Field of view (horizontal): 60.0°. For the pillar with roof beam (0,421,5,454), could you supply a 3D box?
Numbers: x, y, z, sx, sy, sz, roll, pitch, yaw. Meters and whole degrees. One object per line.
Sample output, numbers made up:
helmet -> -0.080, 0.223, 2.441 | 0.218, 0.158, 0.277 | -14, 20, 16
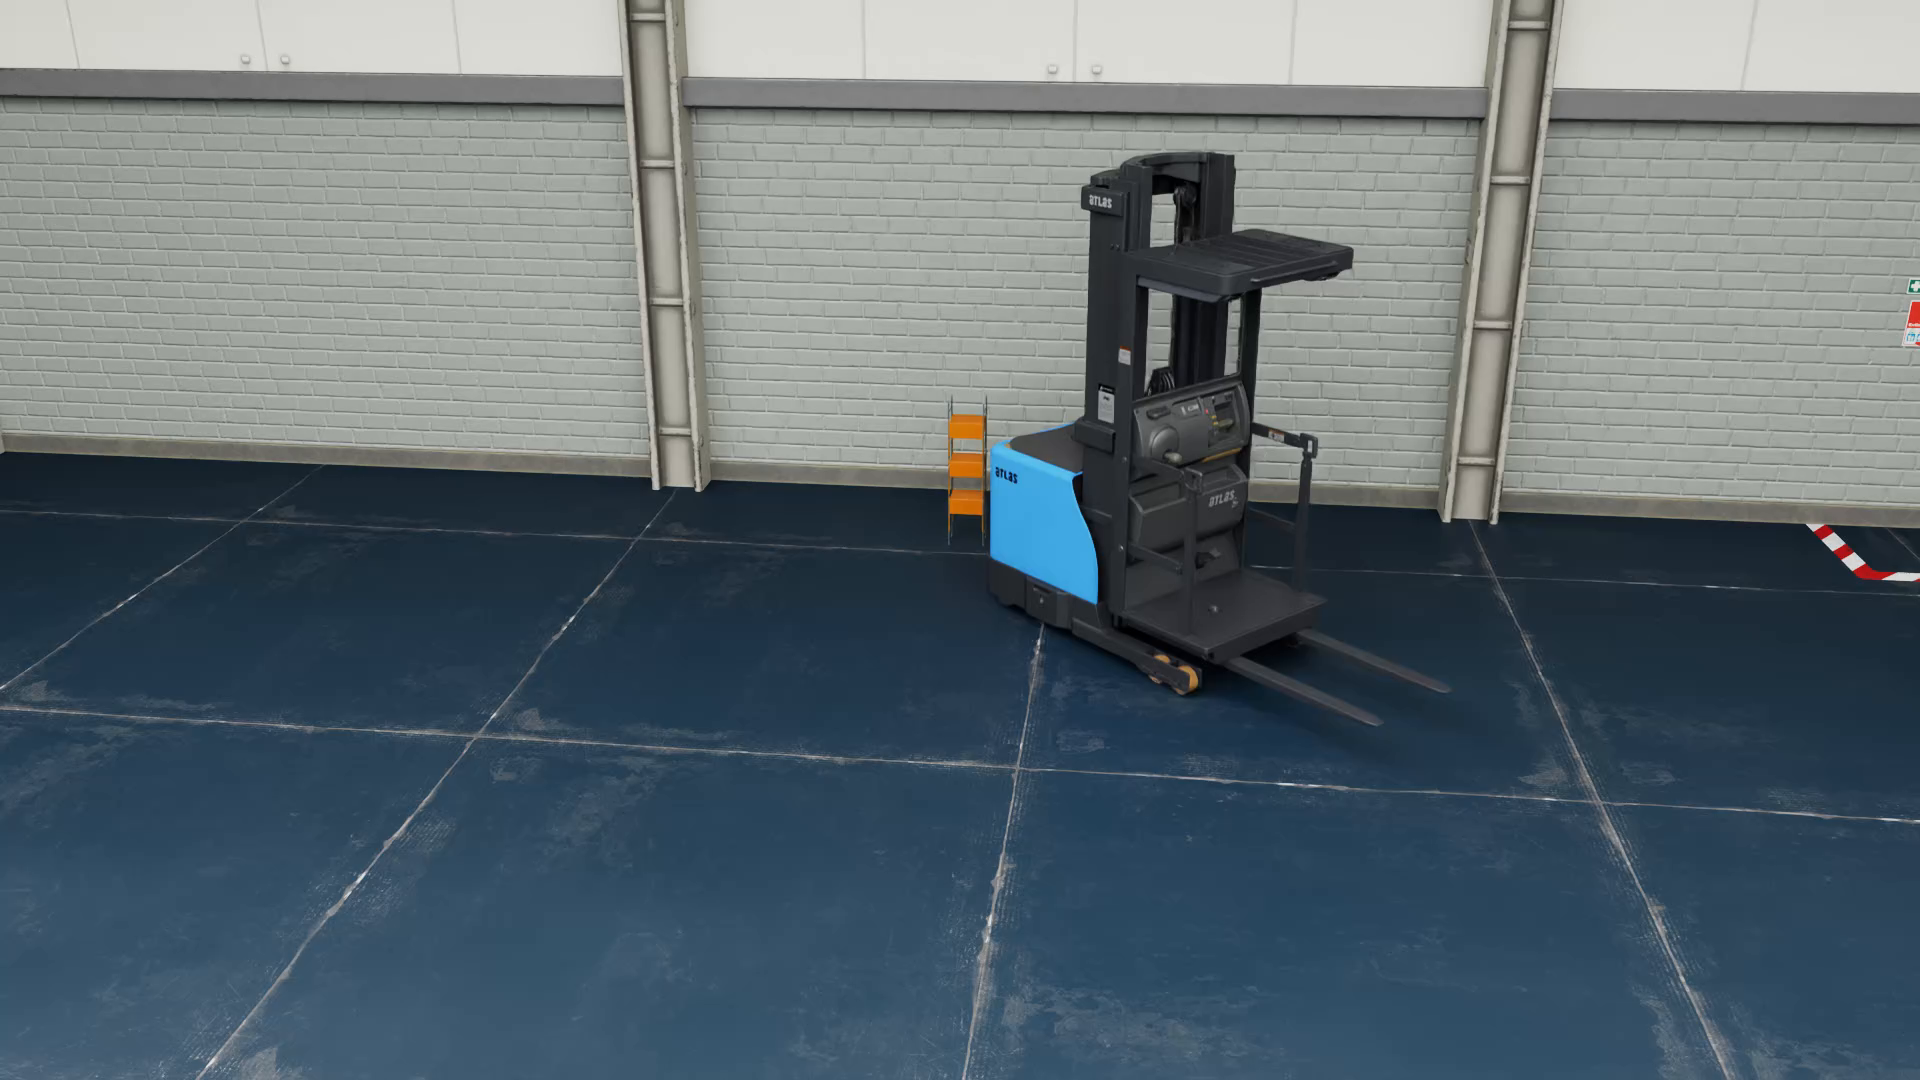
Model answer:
pillar with roof beam -> -8.645, -3.314, 8.082 | 0.400, 9.000, 9.100 | 2, 22, 6

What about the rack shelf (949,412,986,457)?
rack shelf -> 0.053, -0.740, 11.641 | 0.240, 0.259, 0.215 | 2, 22, 6

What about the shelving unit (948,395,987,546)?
shelving unit -> 0.053, -0.486, 11.741 | 0.252, 1.050, 0.215 | 2, 22, 6

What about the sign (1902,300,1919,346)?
sign -> 6.750, -1.516, 11.645 | 0.234, 0.329, 0.001 | 2, 22, 6

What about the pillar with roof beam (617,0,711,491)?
pillar with roof beam -> -2.687, -3.054, 7.425 | 0.400, 9.000, 9.100 | 2, 22, 6

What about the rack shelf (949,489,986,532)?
rack shelf -> 0.053, -0.218, 11.847 | 0.240, 0.259, 0.215 | 2, 22, 6

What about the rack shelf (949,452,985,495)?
rack shelf -> 0.053, -0.476, 11.745 | 0.240, 0.259, 0.215 | 2, 22, 6

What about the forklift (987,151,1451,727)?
forklift -> 1.507, -0.674, 9.657 | 1.130, 2.935, 3.031 | -17, 27, -36

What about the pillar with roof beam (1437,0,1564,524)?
pillar with roof beam -> 3.272, -2.794, 6.768 | 0.400, 9.000, 9.100 | 2, 22, 6

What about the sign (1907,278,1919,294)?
sign -> 6.754, -1.759, 11.539 | 0.331, 0.109, 0.001 | 2, 22, 6

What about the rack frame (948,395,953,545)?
rack frame -> -0.068, -0.491, 11.754 | 0.008, 1.050, 0.200 | 2, 22, 6

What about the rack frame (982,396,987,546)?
rack frame -> 0.174, -0.481, 11.728 | 0.008, 1.050, 0.200 | 2, 22, 6
